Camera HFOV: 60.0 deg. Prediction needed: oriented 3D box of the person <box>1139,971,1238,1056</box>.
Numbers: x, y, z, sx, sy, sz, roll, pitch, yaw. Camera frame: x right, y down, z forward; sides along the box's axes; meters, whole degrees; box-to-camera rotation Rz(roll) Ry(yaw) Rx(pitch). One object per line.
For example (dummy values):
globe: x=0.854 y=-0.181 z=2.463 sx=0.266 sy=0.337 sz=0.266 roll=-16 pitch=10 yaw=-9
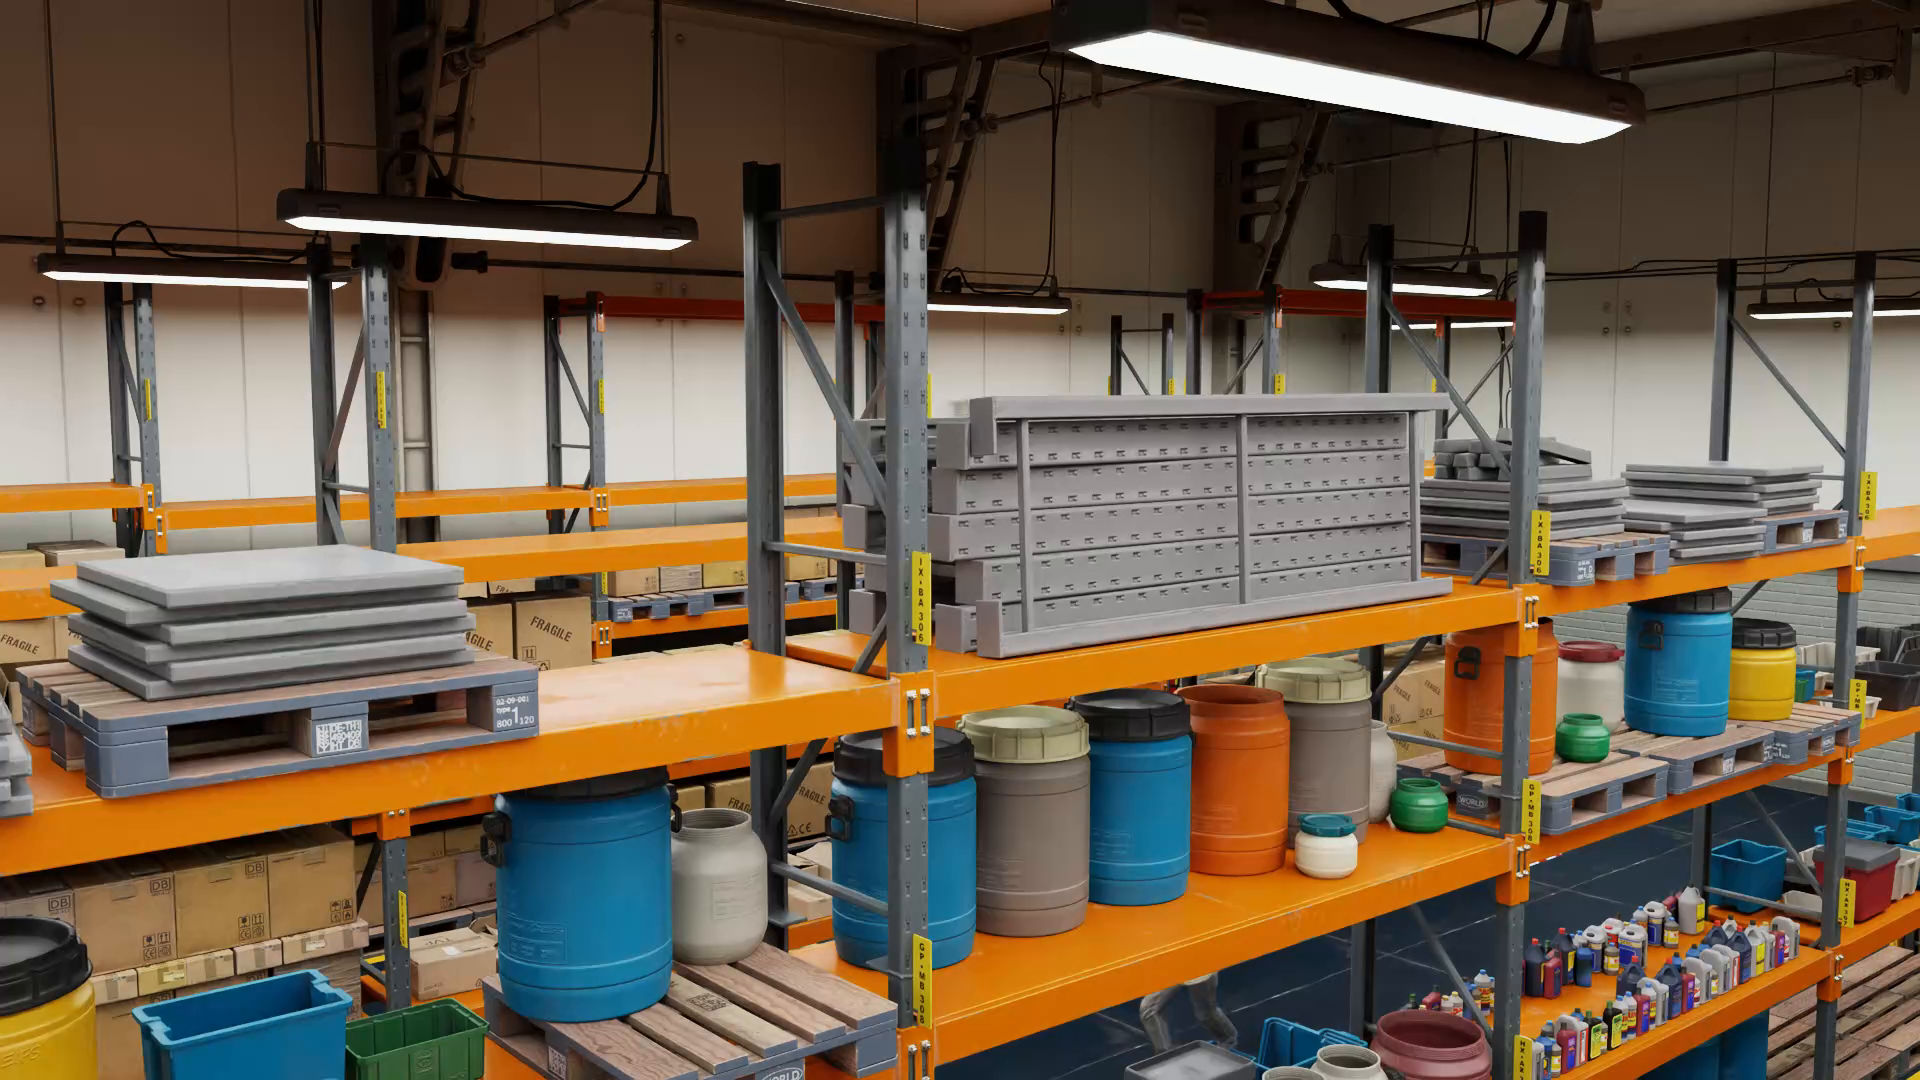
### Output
person: x=1.706 y=3.167 z=12.269 sx=1.072 sy=1.609 sz=0.660 roll=-4 pitch=7 yaw=-35
